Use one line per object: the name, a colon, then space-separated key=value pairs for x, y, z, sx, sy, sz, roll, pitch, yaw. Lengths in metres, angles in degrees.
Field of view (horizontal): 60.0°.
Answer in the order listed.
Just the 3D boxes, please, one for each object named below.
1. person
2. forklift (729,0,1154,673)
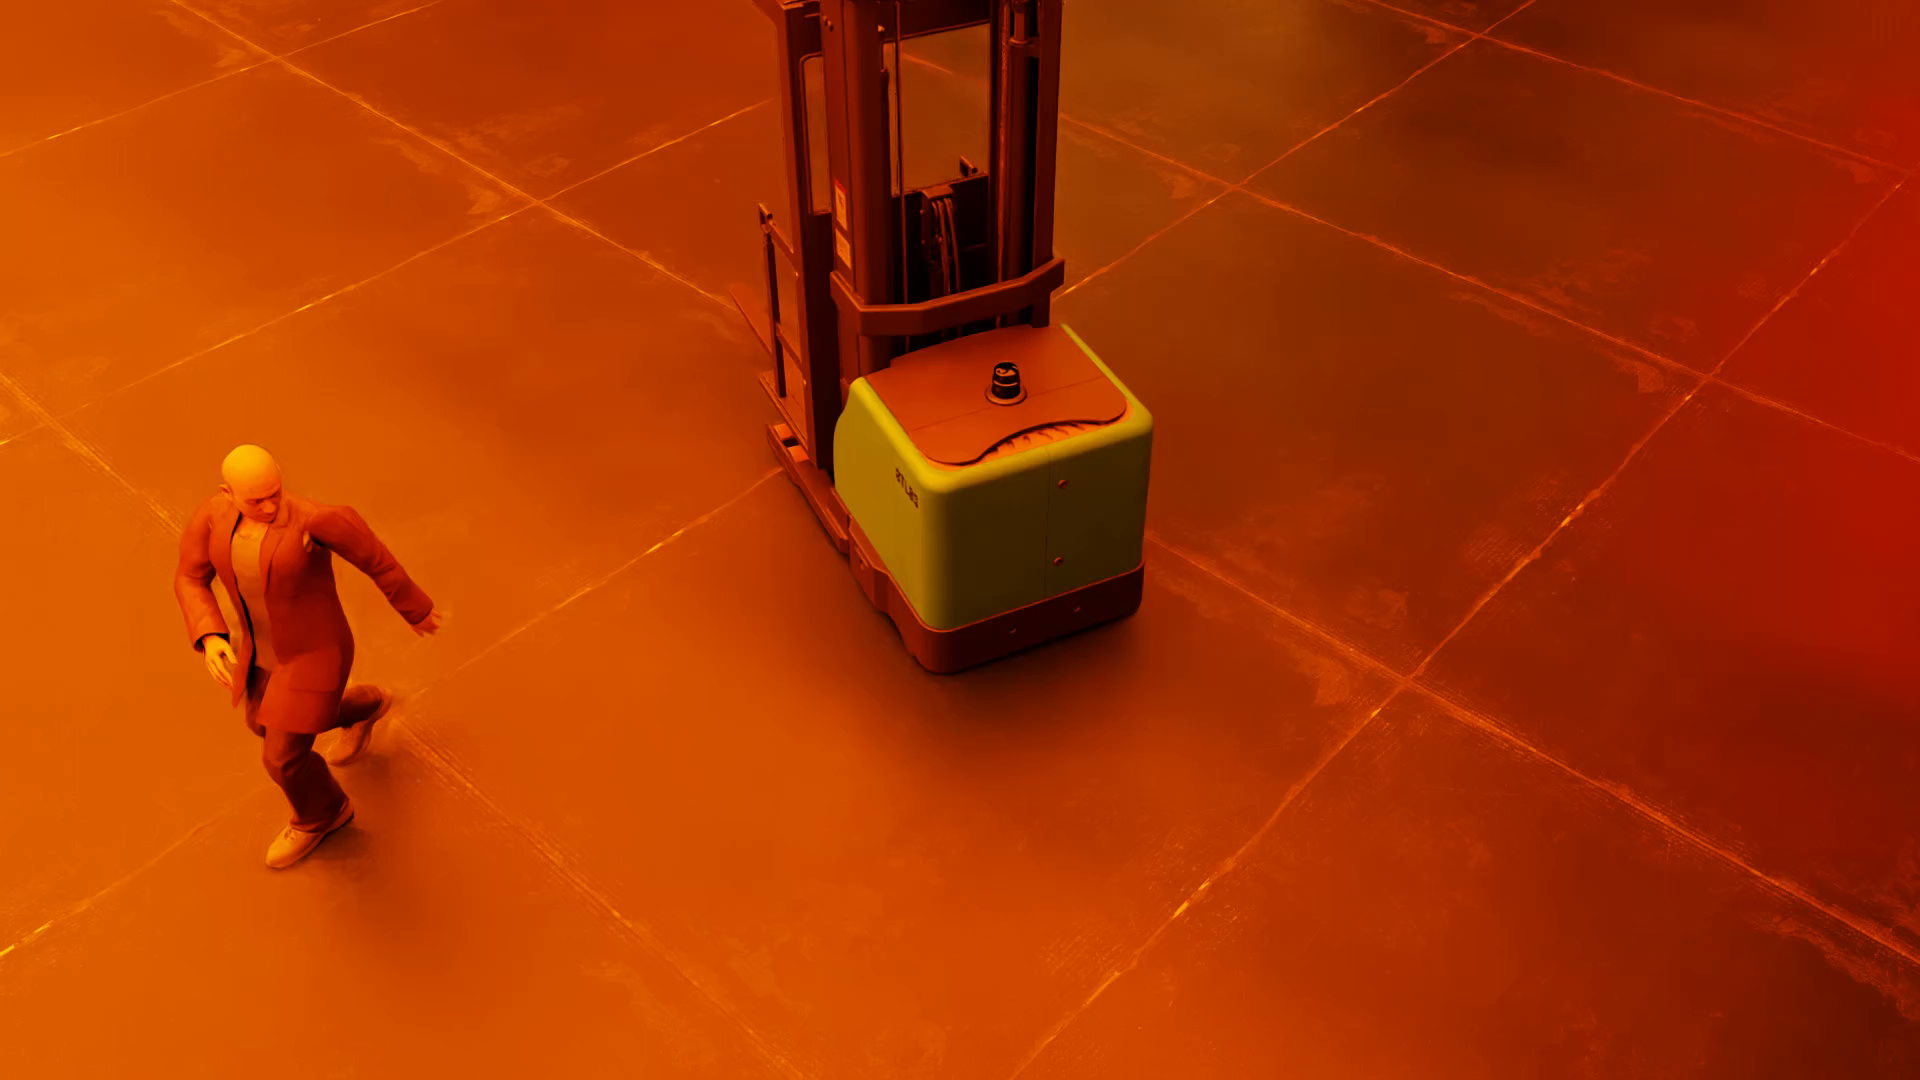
person: x=-2.355 y=0.376 z=5.951 sx=0.668 sy=1.702 sz=0.823 roll=21 pitch=45 yaw=22
forklift: x=-0.293 y=-1.516 z=7.195 sx=1.130 sy=2.935 sz=3.031 roll=-17 pitch=43 yaw=-19
